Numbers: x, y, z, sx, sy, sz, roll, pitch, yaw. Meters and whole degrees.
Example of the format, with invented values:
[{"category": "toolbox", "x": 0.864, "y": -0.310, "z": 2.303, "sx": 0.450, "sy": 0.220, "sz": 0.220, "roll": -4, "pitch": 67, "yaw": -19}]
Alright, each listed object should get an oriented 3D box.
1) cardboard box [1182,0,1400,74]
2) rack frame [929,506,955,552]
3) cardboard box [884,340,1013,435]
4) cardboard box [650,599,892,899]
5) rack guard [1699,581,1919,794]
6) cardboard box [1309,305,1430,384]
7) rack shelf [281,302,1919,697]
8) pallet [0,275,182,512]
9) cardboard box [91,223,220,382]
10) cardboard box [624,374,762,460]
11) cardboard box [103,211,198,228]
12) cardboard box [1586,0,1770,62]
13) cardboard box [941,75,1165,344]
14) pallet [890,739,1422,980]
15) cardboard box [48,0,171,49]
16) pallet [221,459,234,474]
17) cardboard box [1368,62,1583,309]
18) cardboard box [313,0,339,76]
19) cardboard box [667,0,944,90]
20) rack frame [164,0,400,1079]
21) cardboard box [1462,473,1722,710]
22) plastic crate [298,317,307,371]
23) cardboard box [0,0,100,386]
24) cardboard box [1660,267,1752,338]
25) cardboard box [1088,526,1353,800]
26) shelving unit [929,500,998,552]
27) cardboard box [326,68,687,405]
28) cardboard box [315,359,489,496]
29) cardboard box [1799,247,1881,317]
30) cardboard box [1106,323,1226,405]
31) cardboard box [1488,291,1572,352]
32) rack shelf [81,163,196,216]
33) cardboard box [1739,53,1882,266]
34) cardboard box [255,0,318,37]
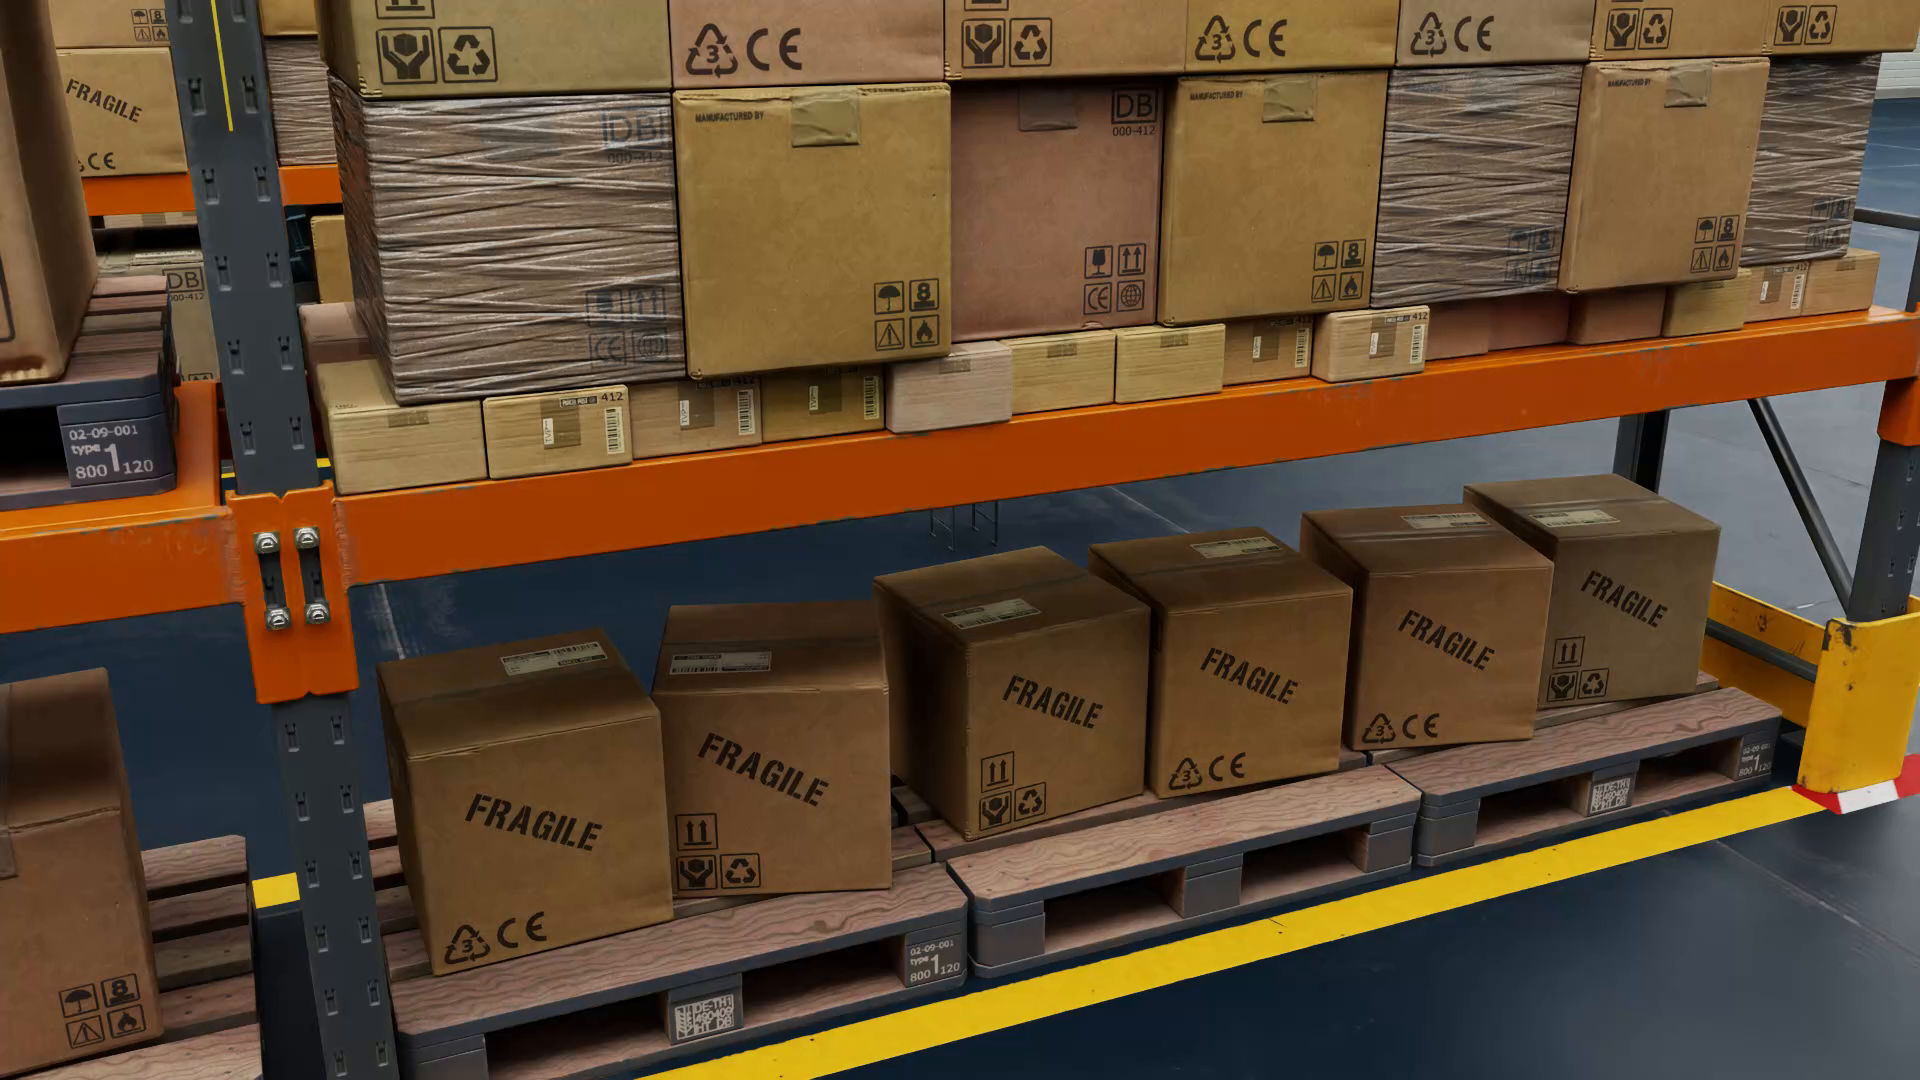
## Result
[{"category": "cardboard box", "x": 0.559, "y": -1.240, "z": 3.422, "sx": 0.500, "sy": 0.500, "sz": 0.500, "roll": -8, "pitch": 21, "yaw": -22}, {"category": "rack frame", "x": -0.071, "y": -0.556, "z": 6.294, "sx": 0.006, "sy": 1.200, "sz": 0.240, "roll": -8, "pitch": 21, "yaw": -22}, {"category": "cardboard box", "x": -0.085, "y": -0.342, "z": 3.356, "sx": 0.250, "sy": 0.149, "sz": 0.380, "roll": -8, "pitch": 21, "yaw": -22}, {"category": "cardboard box", "x": -0.421, "y": 0.465, "z": 3.816, "sx": 0.500, "sy": 0.500, "sz": 0.500, "roll": -2, "pitch": 19, "yaw": -5}, {"category": "rack guard", "x": 2.276, "y": 0.265, "z": 5.017, "sx": 0.348, "sy": 0.500, "sz": 1.175, "roll": -8, "pitch": 21, "yaw": -22}, {"category": "cardboard box", "x": 0.830, "y": -0.476, "z": 3.735, "sx": 0.250, "sy": 0.149, "sz": 0.380, "roll": -8, "pitch": 21, "yaw": -22}, {"category": "rack shelf", "x": 0.509, "y": -0.322, "z": 4.002, "sx": 4.000, "sy": 0.370, "sz": 1.077, "roll": -8, "pitch": 21, "yaw": -22}, {"category": "pallet", "x": -2.086, "y": -0.251, "z": 3.008, "sx": 1.213, "sy": 0.211, "sz": 1.003, "roll": -8, "pitch": 21, "yaw": -22}, {"category": "cardboard box", "x": -3.733, "y": -0.952, "z": 7.463, "sx": 0.750, "sy": 0.750, "sz": 1.050, "roll": -8, "pitch": 21, "yaw": -22}, {"category": "cardboard box", "x": -0.557, "y": -0.286, "z": 3.197, "sx": 0.250, "sy": 0.149, "sz": 0.380, "roll": -8, "pitch": 21, "yaw": -22}, {"category": "cardboard box", "x": -5.733, "y": -2.309, "z": 11.887, "sx": 0.625, "sy": 0.372, "sz": 0.950, "roll": -8, "pitch": 21, "yaw": -21}, {"category": "cardboard box", "x": 1.482, "y": -1.368, "z": 3.787, "sx": 0.500, "sy": 0.500, "sz": 0.500, "roll": -8, "pitch": 21, "yaw": -22}, {"category": "cardboard box", "x": 0.003, "y": -0.777, "z": 3.615, "sx": 0.500, "sy": 0.500, "sz": 0.875, "roll": -8, "pitch": 21, "yaw": -22}, {"category": "pallet", "x": 0.398, "y": 0.656, "z": 4.340, "sx": 1.213, "sy": 0.211, "sz": 1.003, "roll": -8, "pitch": 21, "yaw": -22}, {"category": "cardboard box", "x": -3.652, "y": -2.375, "z": 7.096, "sx": 0.500, "sy": 0.500, "sz": 0.700, "roll": -9, "pitch": 21, "yaw": -23}, {"category": "pallet", "x": -3.877, "y": -0.484, "z": 7.579, "sx": 1.213, "sy": 0.211, "sz": 1.003, "roll": -8, "pitch": 21, "yaw": -22}, {"category": "cardboard box", "x": 0.942, "y": -0.893, "z": 3.942, "sx": 0.500, "sy": 0.500, "sz": 0.875, "roll": -8, "pitch": 21, "yaw": -22}, {"category": "cardboard box", "x": -1.023, "y": -1.200, "z": 3.310, "sx": 0.500, "sy": 0.500, "sz": 0.500, "roll": -8, "pitch": 21, "yaw": -22}, {"category": "cardboard box", "x": -0.355, "y": -1.105, "z": 3.040, "sx": 0.500, "sy": 0.500, "sz": 0.500, "roll": -8, "pitch": 21, "yaw": -22}, {"category": "rack frame", "x": -1.327, "y": -0.398, "z": 3.136, "sx": 0.127, "sy": 3.000, "sz": 1.000, "roll": -8, "pitch": 21, "yaw": -22}, {"category": "cardboard box", "x": 1.766, "y": 0.134, "z": 4.757, "sx": 0.500, "sy": 0.500, "sz": 0.500, "roll": -4, "pitch": 20, "yaw": -12}, {"category": "plastic crate", "x": -3.558, "y": -1.047, "z": 9.126, "sx": 0.662, "sy": 0.188, "sz": 0.450, "roll": 2, "pitch": 30, "yaw": 6}, {"category": "cardboard box", "x": -2.112, "y": -0.817, "z": 2.791, "sx": 1.000, "sy": 1.000, "sz": 1.000, "roll": -8, "pitch": 21, "yaw": -22}, {"category": "cardboard box", "x": 1.727, "y": -0.624, "z": 4.156, "sx": 0.250, "sy": 0.149, "sz": 0.380, "roll": -8, "pitch": 21, "yaw": -22}, {"category": "cardboard box", "x": 0.648, "y": 0.300, "z": 4.286, "sx": 0.500, "sy": 0.500, "sz": 0.500, "roll": -6, "pitch": 20, "yaw": -17}, {"category": "shelving unit", "x": 0.013, "y": -0.568, "z": 6.328, "sx": 0.189, "sy": 1.200, "sz": 0.258, "roll": -8, "pitch": 21, "yaw": -22}, {"category": "cardboard box", "x": -0.889, "y": -0.626, "z": 3.184, "sx": 0.500, "sy": 0.500, "sz": 0.875, "roll": -8, "pitch": 21, "yaw": -22}, {"category": "cardboard box", "x": -1.010, "y": -0.216, "z": 2.997, "sx": 0.250, "sy": 0.149, "sz": 0.380, "roll": -8, "pitch": 21, "yaw": -22}, {"category": "cardboard box", "x": 2.166, "y": -0.705, "z": 4.387, "sx": 0.250, "sy": 0.149, "sz": 0.380, "roll": -8, "pitch": 21, "yaw": -22}, {"category": "cardboard box", "x": 0.362, "y": -0.417, "z": 3.569, "sx": 0.250, "sy": 0.149, "sz": 0.380, "roll": -8, "pitch": 21, "yaw": -22}, {"category": "cardboard box", "x": 1.245, "y": -0.575, "z": 4.018, "sx": 0.250, "sy": 0.149, "sz": 0.380, "roll": -8, "pitch": 21, "yaw": -22}, {"category": "rack shelf", "x": -5.035, "y": -1.321, "z": 6.841, "sx": 4.000, "sy": 0.370, "sz": 1.077, "roll": -8, "pitch": 21, "yaw": -22}, {"category": "cardboard box", "x": 1.830, "y": -1.048, "z": 4.382, "sx": 0.500, "sy": 0.500, "sz": 0.875, "roll": -8, "pitch": 21, "yaw": -22}, {"category": "cardboard box", "x": -2.846, "y": -2.542, "z": 7.373, "sx": 0.550, "sy": 0.550, "sz": 0.875, "roll": -8, "pitch": 21, "yaw": -22}]
